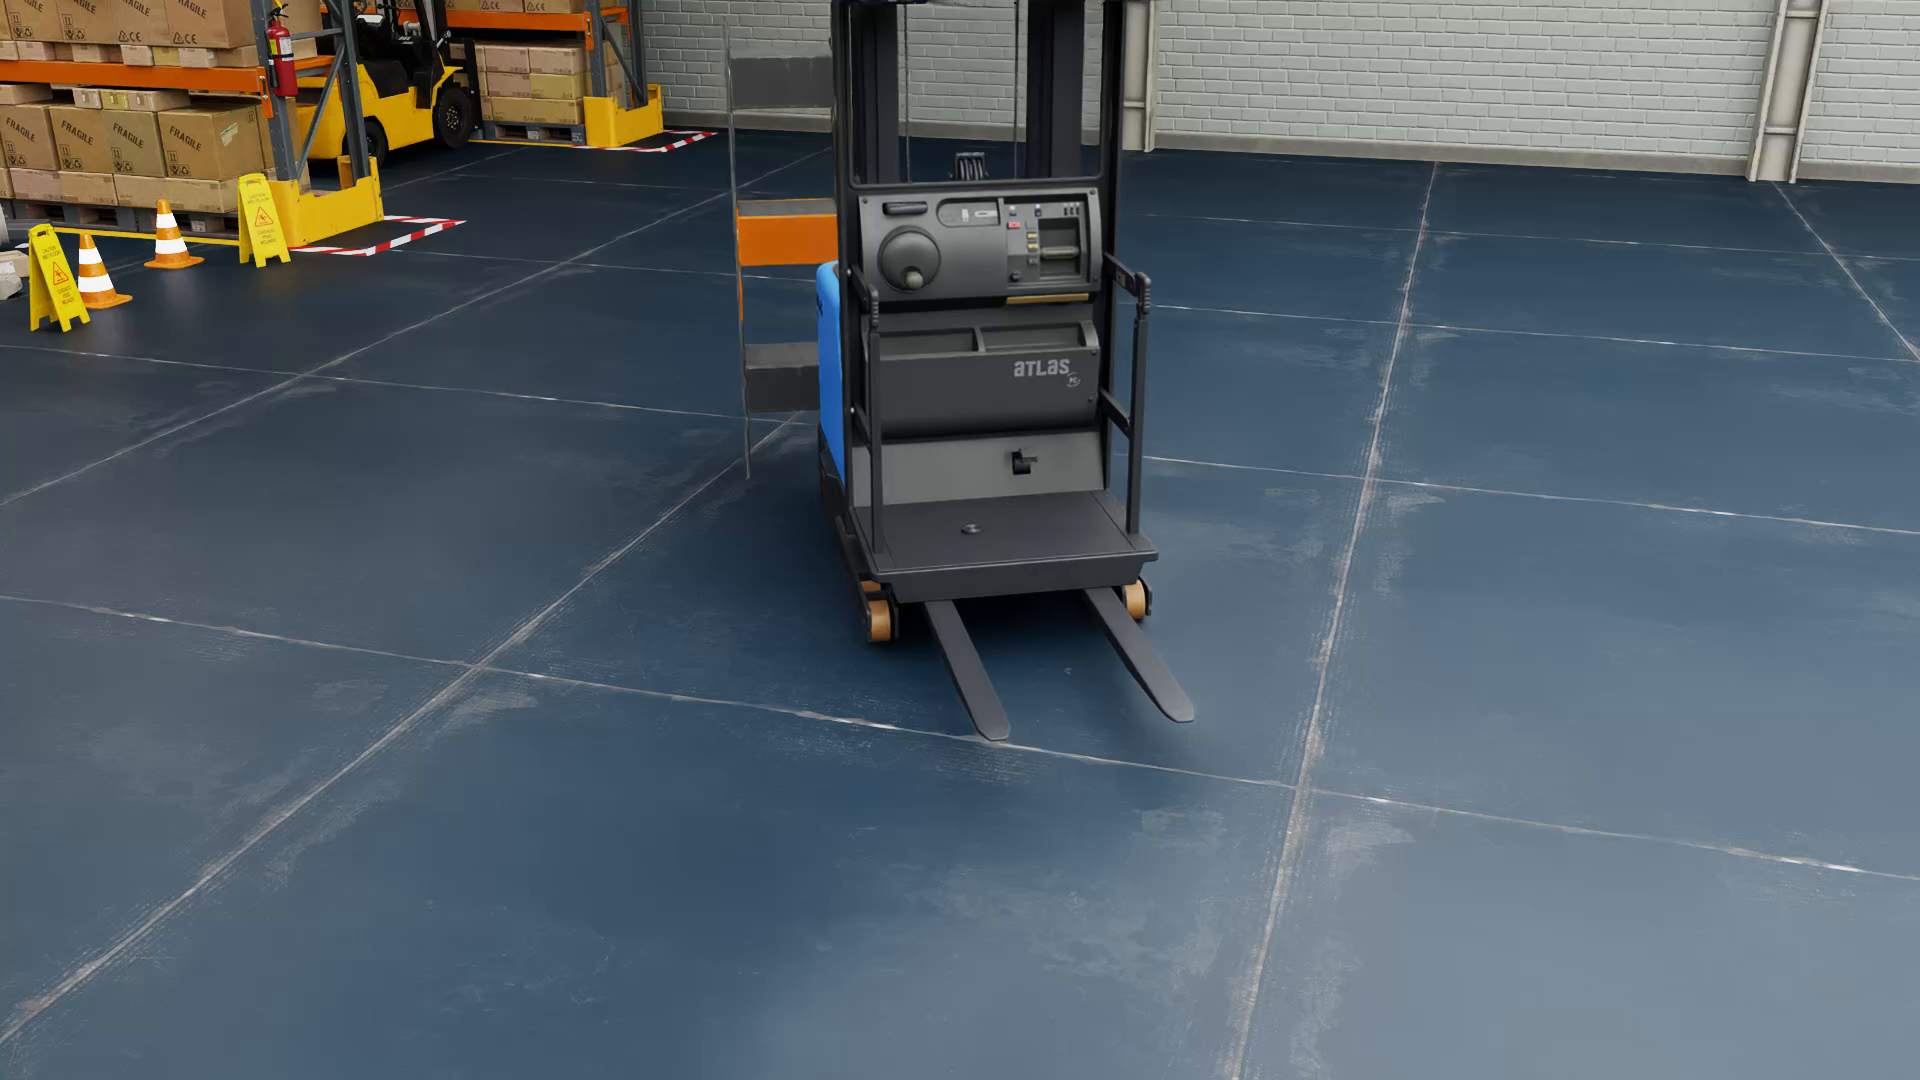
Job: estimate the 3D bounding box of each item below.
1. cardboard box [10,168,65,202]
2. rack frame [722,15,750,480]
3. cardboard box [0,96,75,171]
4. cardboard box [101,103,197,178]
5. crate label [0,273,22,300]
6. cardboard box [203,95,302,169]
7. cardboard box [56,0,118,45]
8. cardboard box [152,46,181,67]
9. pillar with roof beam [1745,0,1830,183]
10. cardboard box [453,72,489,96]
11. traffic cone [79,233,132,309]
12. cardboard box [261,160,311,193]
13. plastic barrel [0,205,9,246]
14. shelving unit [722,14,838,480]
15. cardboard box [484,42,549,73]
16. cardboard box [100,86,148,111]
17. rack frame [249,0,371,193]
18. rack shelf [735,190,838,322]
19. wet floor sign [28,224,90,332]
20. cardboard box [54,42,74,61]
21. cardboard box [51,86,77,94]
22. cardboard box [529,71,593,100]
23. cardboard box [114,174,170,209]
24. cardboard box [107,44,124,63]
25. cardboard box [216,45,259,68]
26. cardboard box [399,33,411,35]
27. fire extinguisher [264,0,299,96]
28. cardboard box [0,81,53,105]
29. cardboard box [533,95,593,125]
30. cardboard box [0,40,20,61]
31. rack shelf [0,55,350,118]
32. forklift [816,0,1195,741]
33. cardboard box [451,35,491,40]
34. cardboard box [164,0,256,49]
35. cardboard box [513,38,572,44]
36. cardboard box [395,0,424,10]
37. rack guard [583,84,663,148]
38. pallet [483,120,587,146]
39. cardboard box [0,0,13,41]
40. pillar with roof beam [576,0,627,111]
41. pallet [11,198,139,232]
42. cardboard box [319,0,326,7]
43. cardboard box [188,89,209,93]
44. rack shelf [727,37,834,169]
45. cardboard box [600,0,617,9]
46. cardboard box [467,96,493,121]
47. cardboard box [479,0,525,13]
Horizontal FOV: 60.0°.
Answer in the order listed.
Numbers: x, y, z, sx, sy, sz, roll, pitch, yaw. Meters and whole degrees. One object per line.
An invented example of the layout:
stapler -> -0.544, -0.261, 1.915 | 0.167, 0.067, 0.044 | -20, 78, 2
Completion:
cardboard box -> -7.316, -2.932, 13.534 | 0.500, 0.250, 0.500 | 6, 23, 15
rack frame -> -1.043, -1.334, 7.755 | 0.015, 2.100, 0.400 | -3, 23, -8
cardboard box -> -7.327, -3.278, 13.391 | 0.500, 0.500, 0.500 | 8, 24, 18
cardboard box -> -6.339, -3.164, 13.112 | 0.500, 0.500, 0.500 | 7, 23, 17
crate label -> -6.546, -1.723, 11.289 | 0.298, 0.136, 0.250 | -5, 23, -12
cardboard box -> -5.712, -3.306, 13.458 | 0.500, 0.500, 0.500 | 6, 23, 14
cardboard box -> -6.552, -4.101, 12.792 | 0.500, 0.500, 0.500 | 6, 23, 15
cardboard box -> -5.930, -3.716, 12.707 | 0.250, 0.149, 0.380 | 6, 23, 15
pillar with roof beam -> 6.273, -5.949, 9.916 | 0.400, 9.000, 9.100 | 7, 23, 16
cardboard box -> -5.100, -4.850, 17.553 | 0.500, 0.250, 0.500 | 6, 23, 14
traffic cone -> -5.776, -1.810, 11.072 | 0.334, 0.463, 0.336 | 7, 23, 16
cardboard box -> -5.689, -2.956, 13.595 | 0.500, 0.250, 0.500 | 6, 23, 15
plastic barrel -> -7.411, -2.330, 12.392 | 0.512, 0.421, 0.421 | -14, 26, -30
shelving unit -> -0.801, -1.347, 7.788 | 0.503, 2.100, 0.431 | -3, 23, -8
cardboard box -> -4.588, -5.025, 17.320 | 0.500, 0.250, 0.500 | 7, 23, 16
cardboard box -> -6.449, -3.452, 12.961 | 0.250, 0.149, 0.380 | 7, 23, 16
rack frame -> -4.996, -3.845, 12.692 | 0.127, 3.000, 1.000 | 7, 23, 16
rack shelf -> -0.801, -1.335, 7.793 | 0.480, 0.518, 0.431 | -3, 23, -8
wet floor sign -> -5.730, -1.663, 10.474 | 0.232, 0.644, 0.267 | 3, 22, 6
cardboard box -> -6.874, -3.867, 13.076 | 0.250, 0.149, 0.380 | 7, 23, 16
cardboard box -> -7.694, -3.531, 14.006 | 0.500, 0.500, 0.500 | 7, 23, 16
cardboard box -> -4.122, -4.743, 17.290 | 0.500, 0.250, 0.500 | 6, 23, 15
cardboard box -> -6.342, -2.818, 13.257 | 0.500, 0.250, 0.500 | 7, 23, 16
cardboard box -> -6.390, -3.812, 12.942 | 0.250, 0.149, 0.380 | 7, 23, 16
cardboard box -> -5.416, -3.692, 12.650 | 0.250, 0.149, 0.380 | 7, 23, 17
cardboard box -> -6.379, -5.439, 18.329 | 0.500, 0.250, 0.500 | 6, 23, 15
fire extinguisher -> -5.020, -3.630, 12.268 | 0.183, 0.674, 0.296 | 7, 23, 16
cardboard box -> -7.486, -3.571, 13.249 | 0.250, 0.149, 0.380 | 8, 24, 19
cardboard box -> -4.107, -4.508, 17.378 | 0.500, 0.250, 0.500 | 7, 23, 16
cardboard box -> -7.395, -3.873, 13.090 | 0.250, 0.149, 0.380 | 7, 23, 16
rack shelf -> -6.911, -3.732, 13.363 | 4.000, 0.370, 1.077 | 7, 23, 16
forklift -> 0.125, -1.117, 6.130 | 1.130, 2.935, 3.031 | -4, 23, -10
cardboard box -> -5.415, -5.326, 18.055 | 0.500, 0.250, 0.500 | 6, 23, 14
cardboard box -> -5.596, -3.989, 12.518 | 0.500, 0.500, 0.500 | 6, 23, 15
cardboard box -> -4.451, -5.209, 17.769 | 0.500, 0.250, 0.500 | 7, 23, 16
cardboard box -> -5.582, -5.822, 17.378 | 0.500, 0.500, 0.500 | 7, 23, 16
rack guard -> -3.543, -4.490, 17.558 | 0.348, 0.500, 1.175 | 7, 23, 16
pallet -> -4.310, -4.428, 17.786 | 1.213, 0.211, 1.003 | 7, 23, 16
cardboard box -> -7.521, -4.212, 13.062 | 0.500, 0.500, 0.500 | 6, 23, 15
pillar with roof beam -> -5.216, -7.265, 13.123 | 0.400, 9.000, 9.100 | 7, 23, 16
pallet -> -7.001, -2.800, 13.818 | 1.213, 0.211, 1.003 | 7, 23, 16
cardboard box -> -6.543, -5.939, 17.665 | 0.500, 0.500, 0.500 | 7, 23, 16
cardboard box -> -8.639, -5.324, 18.873 | 0.625, 0.625, 0.875 | 6, 23, 15
rack shelf -> -0.801, -1.982, 7.527 | 0.480, 0.518, 0.431 | -3, 23, -8
cardboard box -> -3.960, -5.851, 17.449 | 0.500, 0.500, 0.500 | 7, 23, 17
cardboard box -> -5.057, -4.624, 17.661 | 0.500, 0.250, 0.500 | 7, 23, 16
cardboard box -> -4.607, -5.714, 17.117 | 0.500, 0.500, 0.500 | 7, 23, 17
